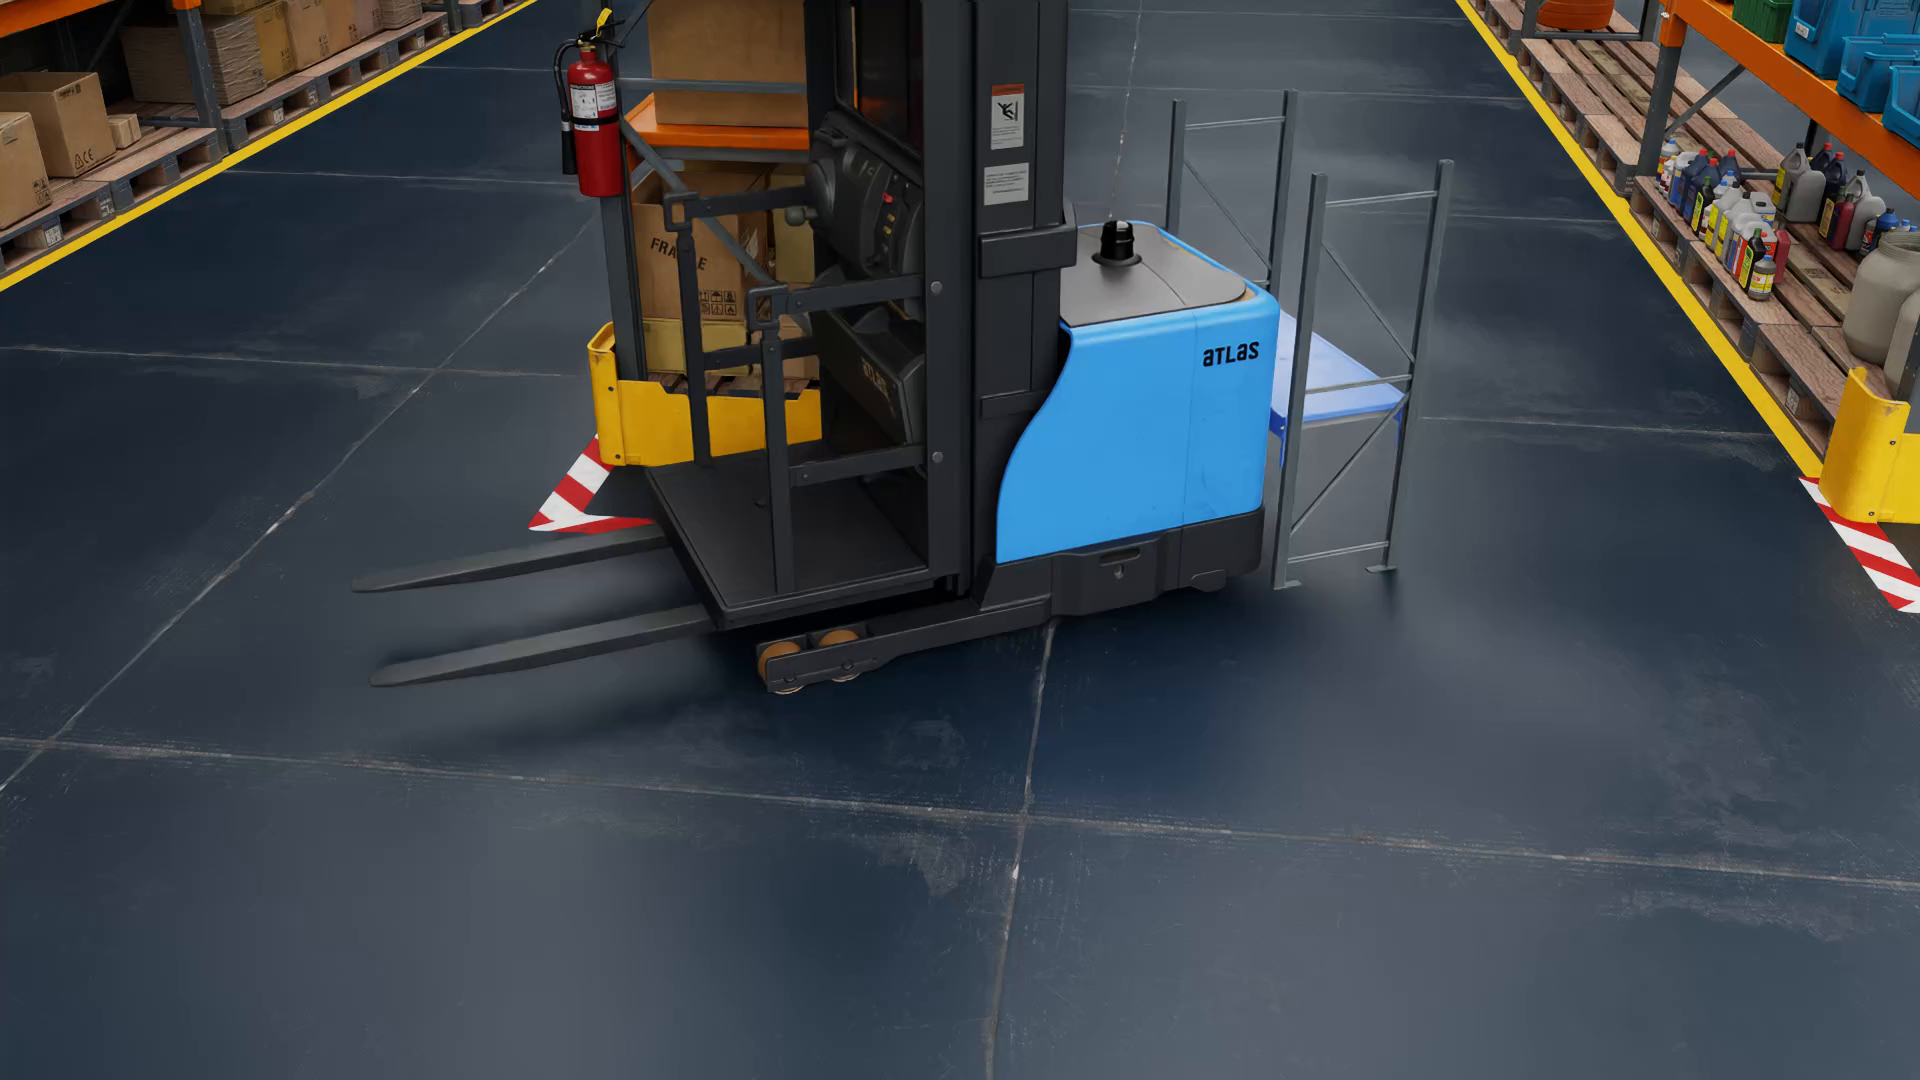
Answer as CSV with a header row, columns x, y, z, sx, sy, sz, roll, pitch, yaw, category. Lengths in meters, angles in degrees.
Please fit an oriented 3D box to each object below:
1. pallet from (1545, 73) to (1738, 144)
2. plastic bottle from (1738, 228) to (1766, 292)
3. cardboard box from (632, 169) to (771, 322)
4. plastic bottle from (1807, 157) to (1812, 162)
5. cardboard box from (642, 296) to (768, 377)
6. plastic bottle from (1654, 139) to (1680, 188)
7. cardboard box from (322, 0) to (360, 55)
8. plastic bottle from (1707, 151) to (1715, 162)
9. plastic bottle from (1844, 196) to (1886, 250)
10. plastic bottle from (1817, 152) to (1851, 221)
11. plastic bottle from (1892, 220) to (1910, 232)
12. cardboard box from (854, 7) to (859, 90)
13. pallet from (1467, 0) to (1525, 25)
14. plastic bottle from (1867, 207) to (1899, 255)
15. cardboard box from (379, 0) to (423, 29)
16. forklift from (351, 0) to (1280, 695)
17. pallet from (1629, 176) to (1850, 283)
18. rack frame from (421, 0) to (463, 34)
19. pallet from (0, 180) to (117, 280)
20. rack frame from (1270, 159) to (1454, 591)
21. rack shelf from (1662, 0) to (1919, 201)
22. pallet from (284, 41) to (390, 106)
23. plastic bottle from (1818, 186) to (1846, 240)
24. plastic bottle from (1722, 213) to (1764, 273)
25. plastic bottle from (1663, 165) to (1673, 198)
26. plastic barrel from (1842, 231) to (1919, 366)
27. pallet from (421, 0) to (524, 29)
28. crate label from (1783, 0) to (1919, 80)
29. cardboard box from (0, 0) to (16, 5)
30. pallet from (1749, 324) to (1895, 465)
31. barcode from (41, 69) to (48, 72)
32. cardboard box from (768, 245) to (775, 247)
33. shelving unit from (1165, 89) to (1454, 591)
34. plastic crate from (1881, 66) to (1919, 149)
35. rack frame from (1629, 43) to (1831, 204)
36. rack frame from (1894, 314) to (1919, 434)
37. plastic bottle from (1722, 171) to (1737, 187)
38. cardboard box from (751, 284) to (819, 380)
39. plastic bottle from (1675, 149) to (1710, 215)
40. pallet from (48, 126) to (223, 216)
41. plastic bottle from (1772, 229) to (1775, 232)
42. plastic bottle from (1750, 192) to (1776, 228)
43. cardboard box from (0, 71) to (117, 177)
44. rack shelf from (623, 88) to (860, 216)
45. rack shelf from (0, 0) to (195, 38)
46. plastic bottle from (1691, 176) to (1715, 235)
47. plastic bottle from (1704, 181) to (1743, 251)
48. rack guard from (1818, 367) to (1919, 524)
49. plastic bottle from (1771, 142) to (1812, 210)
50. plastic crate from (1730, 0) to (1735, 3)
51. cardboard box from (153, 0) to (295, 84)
x,y,z,sx,sy,sz,roll,pitch,yaw,category
4.720,-3.004,11.604,1.003,0.211,1.213,3,28,6,pallet
3.812,-1.345,7.984,0.061,0.283,0.133,4,29,7,plastic bottle
-1.120,-1.265,7.101,0.500,0.500,0.500,3,28,6,cardboard box
4.780,-2.057,9.392,0.097,0.201,0.097,0,28,0,plastic bottle
-1.118,-0.935,7.279,0.500,0.250,0.500,3,28,6,cardboard box
4.041,-2.152,9.495,0.097,0.271,0.097,0,28,0,plastic bottle
-5.075,-4.023,12.726,0.700,0.500,0.500,3,28,6,cardboard box
4.135,-1.998,9.195,0.061,0.283,0.133,3,28,6,plastic bottle
4.636,-1.640,8.539,0.152,0.276,0.135,4,29,7,plastic bottle
4.699,-1.901,8.945,0.144,0.351,0.185,2,28,4,plastic bottle
4.611,-1.437,8.168,0.097,0.271,0.097,0,28,0,plastic bottle
-0.761,-2.201,7.068,0.700,0.500,0.500,4,29,8,cardboard box
5.213,-4.885,15.096,1.003,0.211,1.213,3,28,6,pallet
4.636,-1.533,8.345,0.097,0.271,0.097,0,28,0,plastic bottle
-4.863,-4.494,13.600,0.700,0.500,0.500,4,29,7,cardboard box
-0.493,-1.080,5.164,3.031,2.935,1.130,-11,30,-20,forklift
4.392,-1.743,9.262,1.003,0.211,1.213,3,28,6,pallet
-4.827,-5.743,13.747,1.000,3.000,0.127,3,28,6,rack frame
-5.511,-1.738,9.253,1.003,0.211,1.213,3,28,6,pallet
1.348,-0.524,5.642,0.500,1.500,0.032,-9,30,-17,rack frame
4.270,-2.026,7.606,1.077,0.370,4.000,3,28,6,rack shelf
-5.076,-3.575,12.662,1.003,0.211,1.213,3,28,6,pallet
4.555,-1.713,8.668,0.061,0.283,0.133,3,28,6,plastic bottle
3.890,-1.468,8.220,0.152,0.276,0.135,3,28,5,plastic bottle
4.017,-2.025,9.334,0.097,0.201,0.097,0,28,0,plastic bottle
4.092,-1.041,7.200,0.421,0.512,0.421,0,28,0,plastic barrel
-4.655,-4.882,15.089,1.003,0.211,1.213,3,28,6,pallet
3.983,-2.299,7.317,0.502,0.435,0.616,3,28,6,crate label
-5.250,-2.853,8.521,0.500,0.250,0.500,4,29,7,cardboard box
4.093,-0.594,7.130,1.003,0.211,1.213,3,28,6,pallet
-5.621,-2.854,10.218,0.001,0.075,0.075,3,28,6,barcode
-1.009,-1.406,8.154,0.500,0.250,0.500,3,28,6,cardboard box
1.183,-0.753,6.066,0.538,1.500,1.048,-9,30,-17,shelving unit
3.790,-1.589,6.193,0.499,0.251,0.616,3,28,6,plastic crate
4.516,-3.284,9.183,1.000,3.000,0.127,3,28,6,rack frame
4.025,-1.401,5.688,1.000,3.000,0.127,3,28,6,rack frame
4.107,-1.845,8.926,0.097,0.271,0.097,0,28,0,plastic bottle
-0.604,-0.905,7.223,0.500,0.250,0.500,3,28,6,cardboard box
4.005,-1.956,9.046,0.144,0.351,0.185,4,29,8,plastic bottle
-5.364,-2.314,10.322,1.003,0.211,1.213,3,28,6,pallet
4.017,-1.437,8.241,0.097,0.201,0.097,0,28,0,plastic bottle
4.080,-1.637,8.534,0.152,0.276,0.135,3,28,6,plastic bottle
-5.404,-2.462,9.829,0.500,0.500,0.500,1,28,2,cardboard box
-0.645,-2.315,8.144,1.077,0.370,4.000,3,28,6,rack shelf
-5.562,-2.602,8.675,1.077,0.370,4.000,3,28,6,rack shelf
3.920,-1.762,8.758,0.061,0.283,0.133,5,29,8,plastic bottle
3.930,-1.667,8.510,0.144,0.351,0.185,3,28,6,plastic bottle
3.988,-0.339,6.352,1.175,0.500,0.348,3,28,6,rack guard
4.580,-2.000,9.129,0.144,0.351,0.185,3,28,6,plastic bottle
4.325,-3.018,8.754,0.767,0.338,0.504,3,28,6,plastic crate
-5.230,-3.546,11.842,0.700,0.500,0.500,3,28,5,cardboard box
